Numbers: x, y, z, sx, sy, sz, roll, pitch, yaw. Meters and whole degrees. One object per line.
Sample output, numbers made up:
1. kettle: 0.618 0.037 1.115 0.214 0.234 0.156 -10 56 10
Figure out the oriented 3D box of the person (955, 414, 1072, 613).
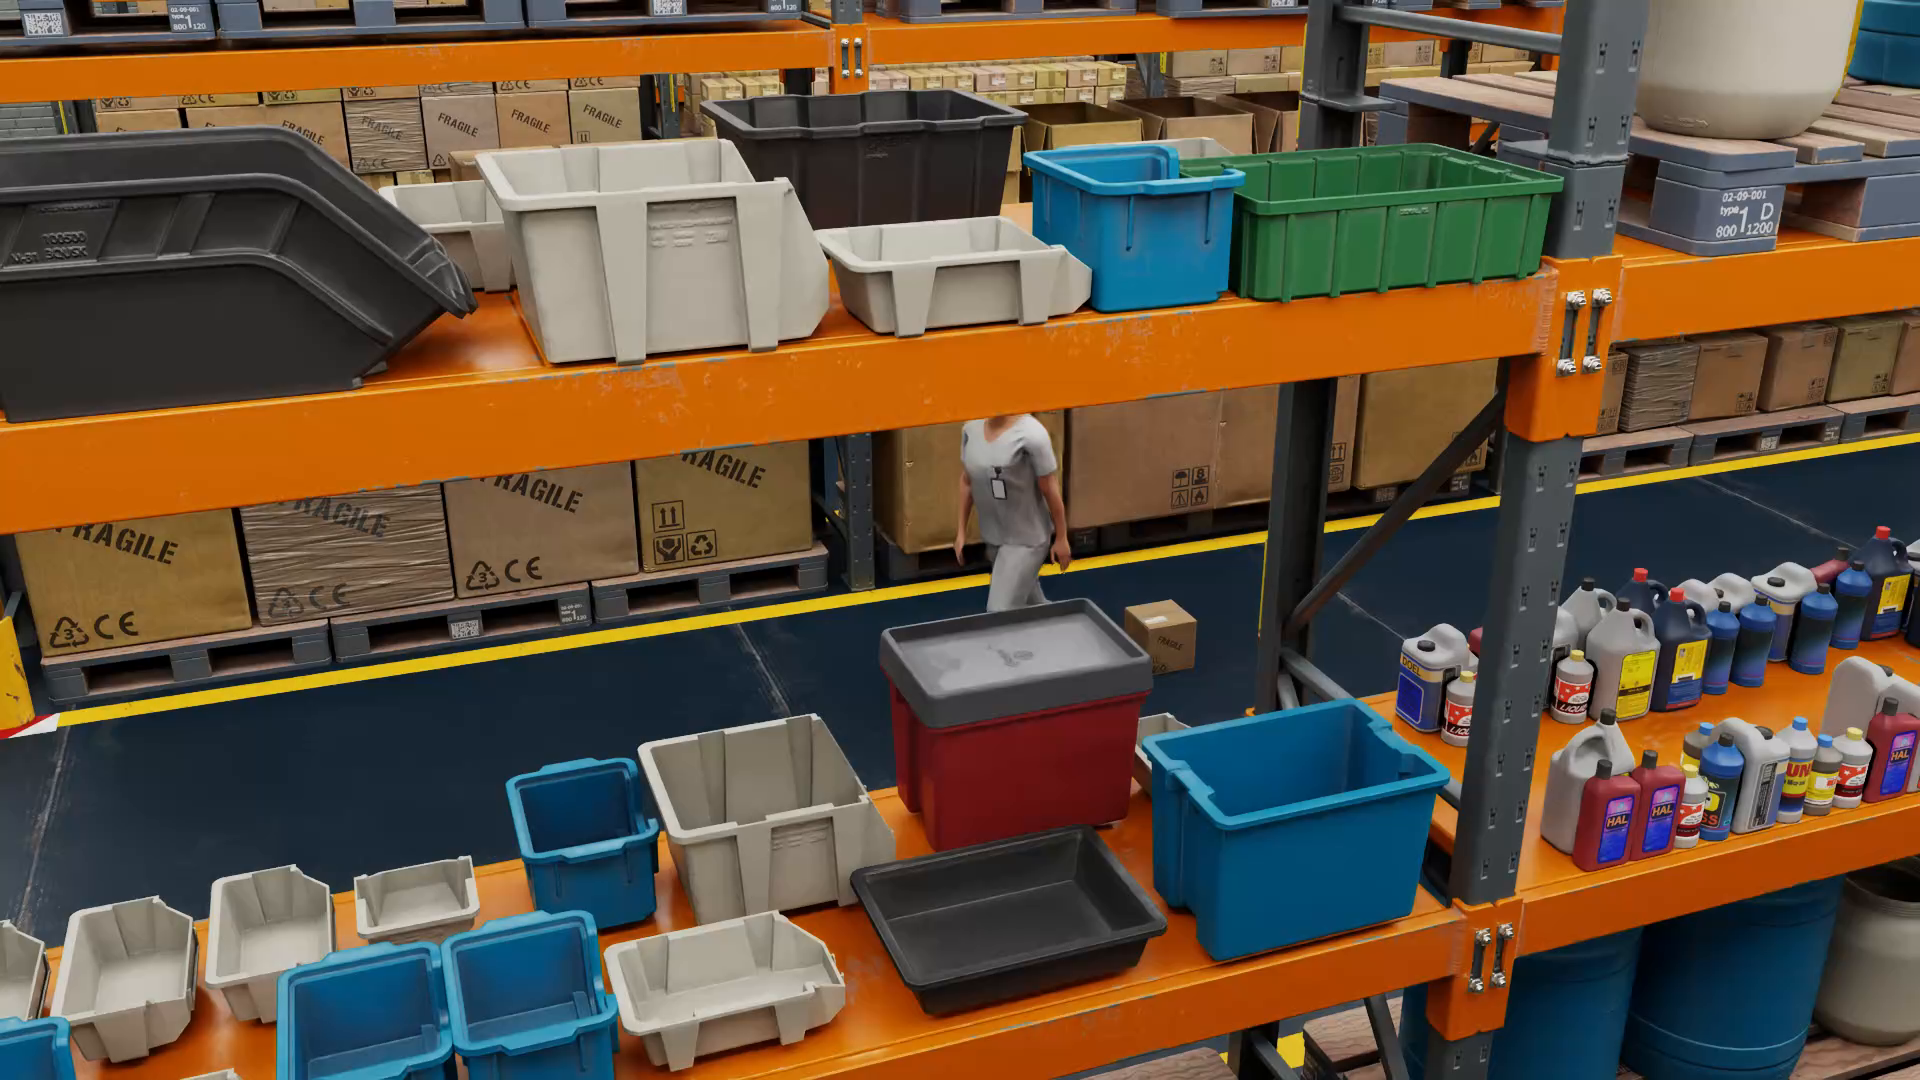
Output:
1. person: 0.185 0.008 7.095 0.807 1.662 0.470 -19 29 -37
